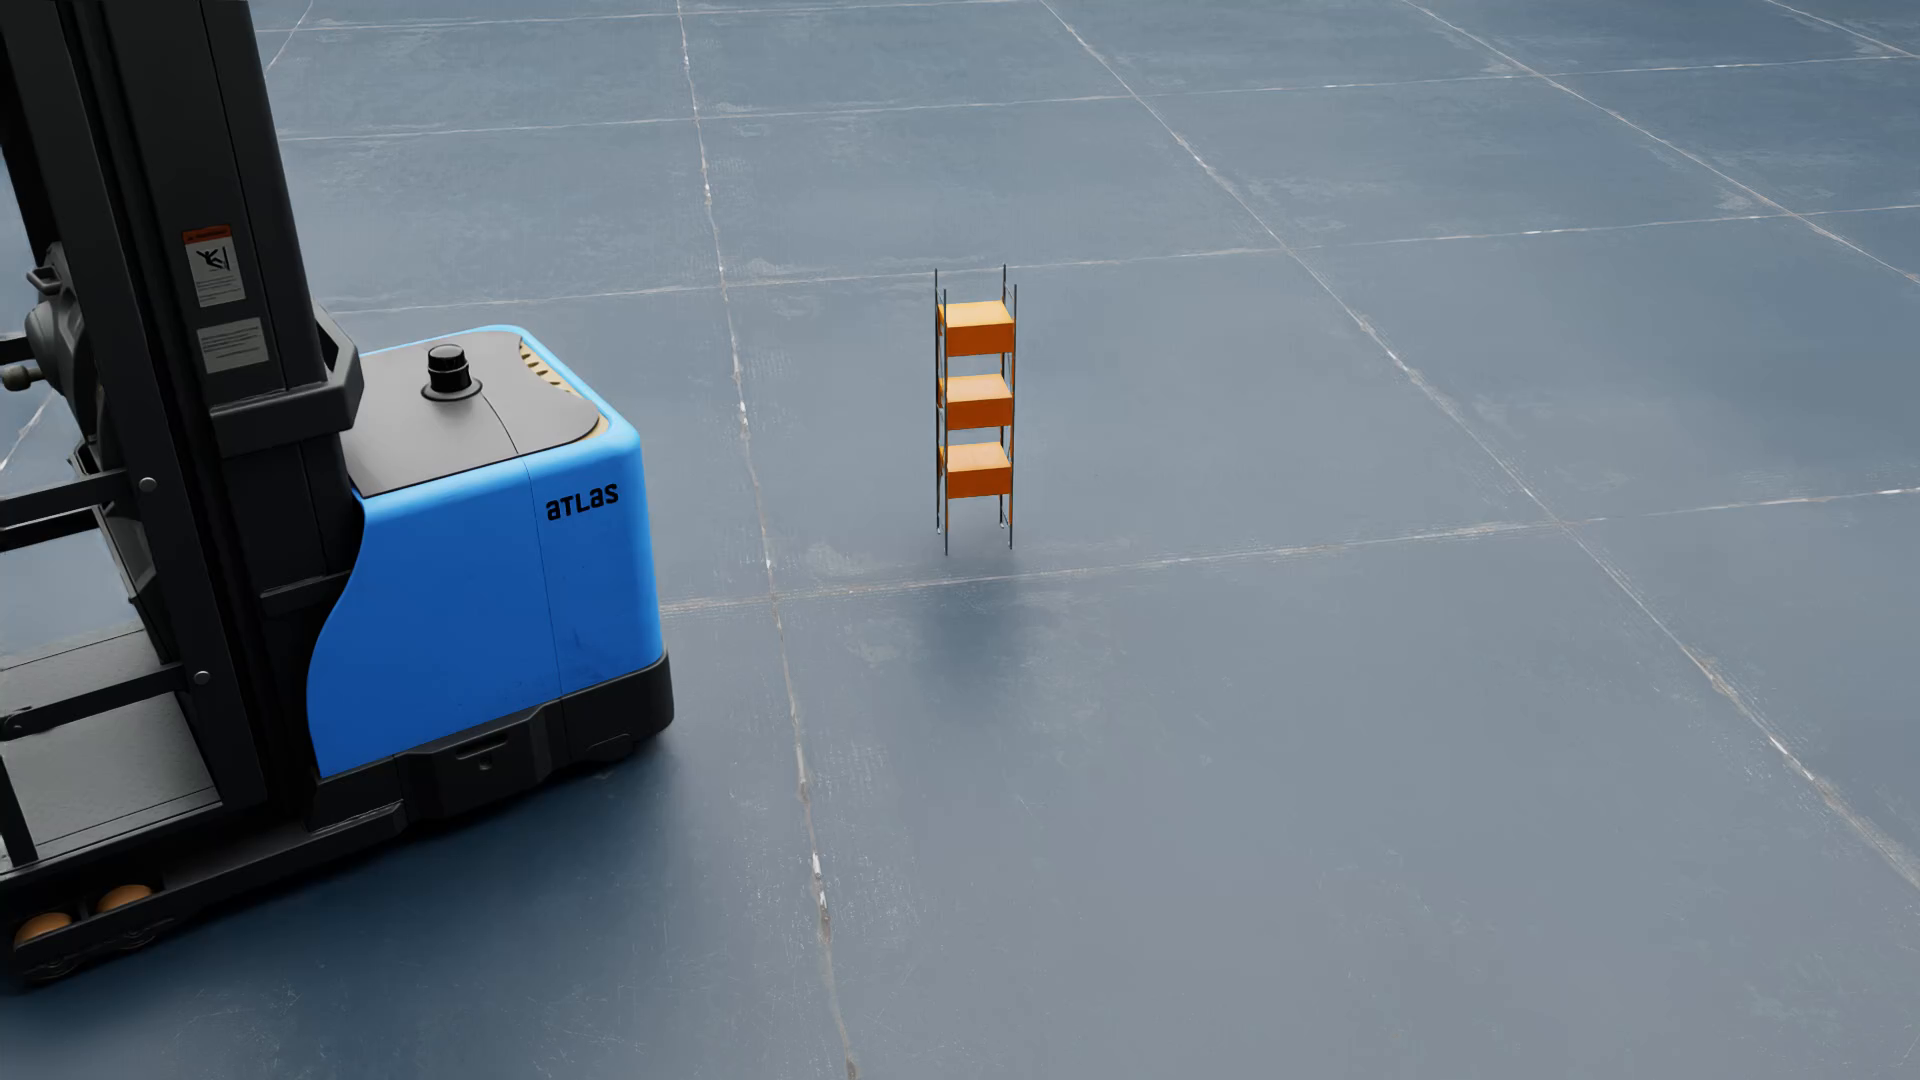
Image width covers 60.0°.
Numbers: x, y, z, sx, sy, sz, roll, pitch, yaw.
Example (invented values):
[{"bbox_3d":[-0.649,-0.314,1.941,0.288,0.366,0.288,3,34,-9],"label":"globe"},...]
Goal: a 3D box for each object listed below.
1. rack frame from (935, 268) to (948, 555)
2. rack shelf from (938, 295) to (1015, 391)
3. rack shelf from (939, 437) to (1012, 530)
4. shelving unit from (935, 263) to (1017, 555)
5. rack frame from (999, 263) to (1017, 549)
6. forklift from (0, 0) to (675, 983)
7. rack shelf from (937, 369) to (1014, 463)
[{"bbox_3d":[-0.067,-0.446,5.973,0.008,1.050,0.200,-5,31,-9],"label":"rack frame"},{"bbox_3d":[0.053,-0.693,5.854,0.240,0.259,0.215,-5,31,-9],"label":"rack shelf"},{"bbox_3d":[0.053,-0.209,6.138,0.240,0.259,0.215,-5,31,-9],"label":"rack shelf"},{"bbox_3d":[0.053,-0.457,5.992,0.252,1.050,0.215,-5,31,-9],"label":"shelving unit"},{"bbox_3d":[0.173,-0.469,6.011,0.008,1.050,0.200,-5,31,-9],"label":"rack frame"},{"bbox_3d":[-2.399,-0.433,4.094,3.031,2.935,1.130,-19,35,-29],"label":"forklift"},{"bbox_3d":[0.053,-0.448,5.998,0.240,0.259,0.215,-5,31,-9],"label":"rack shelf"}]
